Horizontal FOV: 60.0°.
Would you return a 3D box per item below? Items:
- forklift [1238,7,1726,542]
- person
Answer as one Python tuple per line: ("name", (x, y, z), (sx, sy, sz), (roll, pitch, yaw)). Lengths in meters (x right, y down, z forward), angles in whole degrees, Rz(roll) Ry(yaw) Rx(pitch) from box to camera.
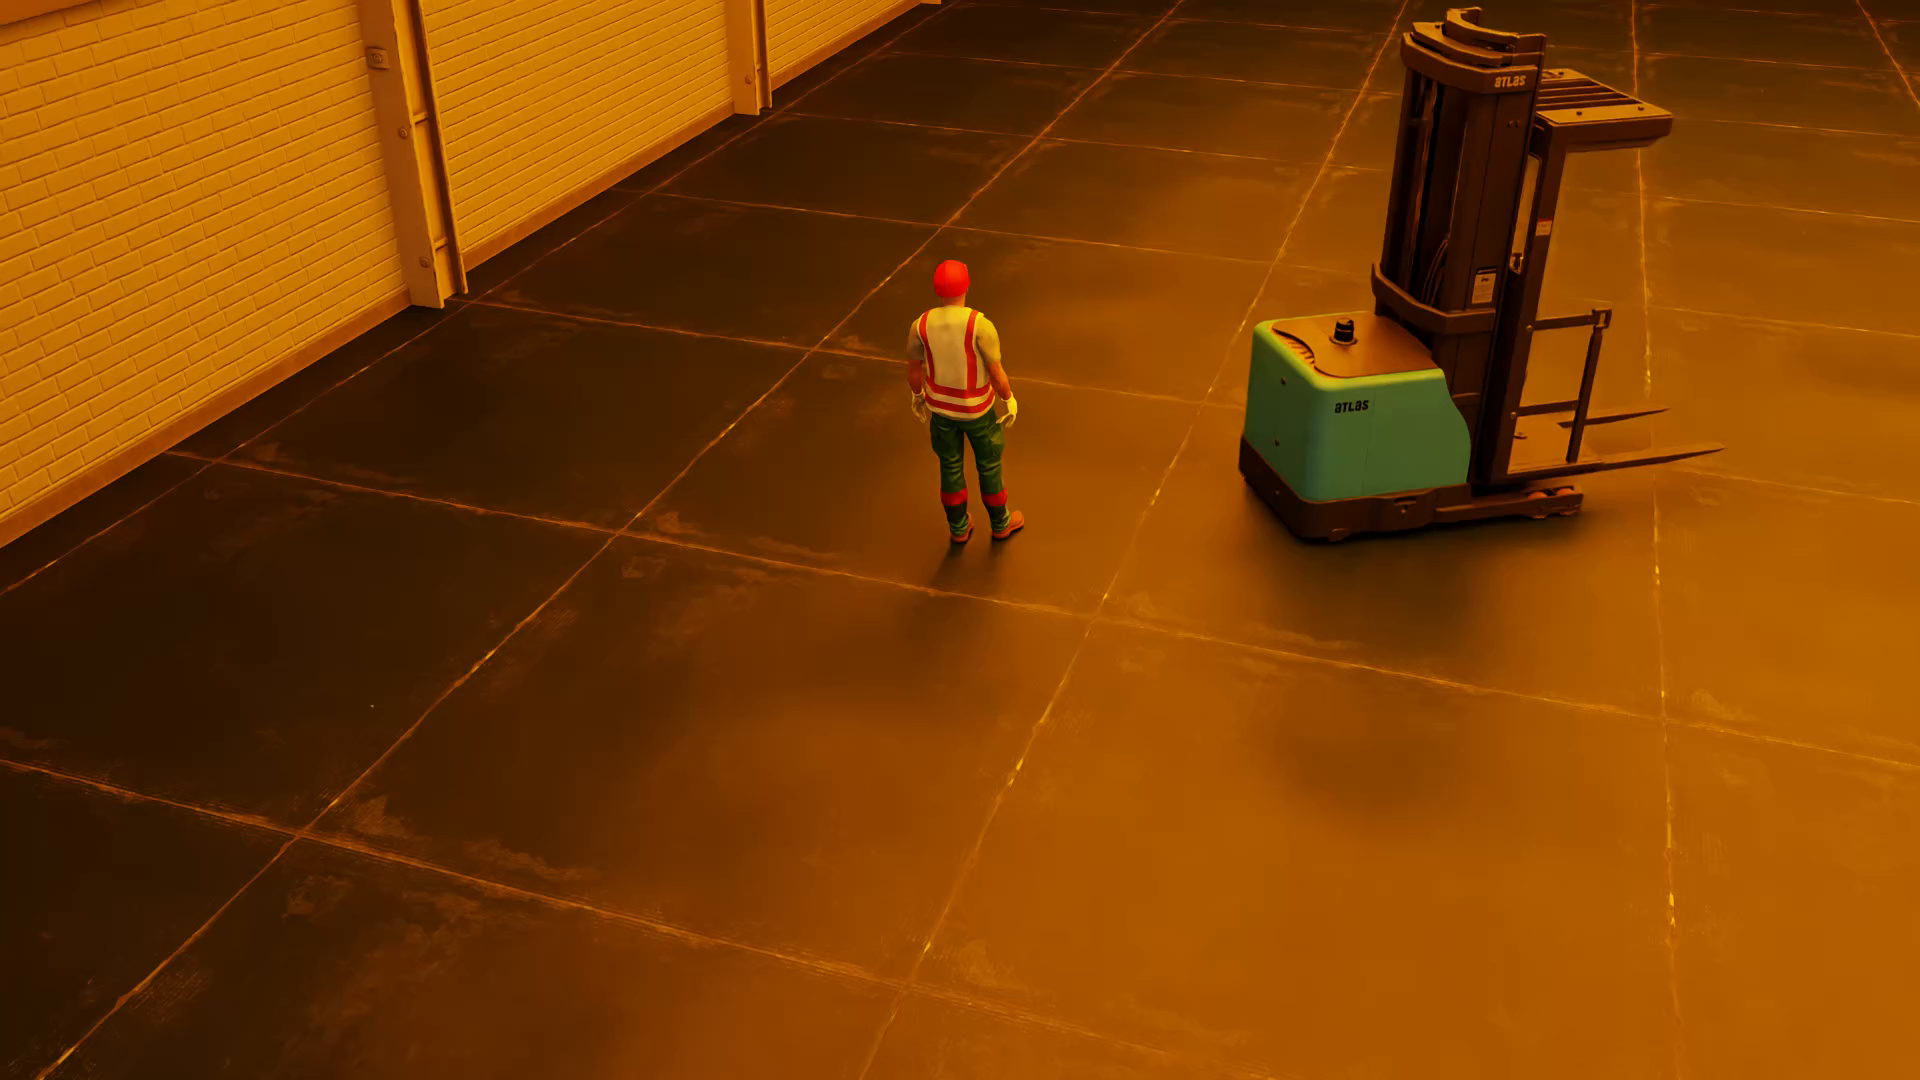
("forklift", (3.377, -1.648, 10.028), (3.031, 2.935, 1.130), (-7, 30, -12))
("person", (0.038, -0.819, 9.711), (0.637, 1.787, 0.564), (10, 31, 16))
